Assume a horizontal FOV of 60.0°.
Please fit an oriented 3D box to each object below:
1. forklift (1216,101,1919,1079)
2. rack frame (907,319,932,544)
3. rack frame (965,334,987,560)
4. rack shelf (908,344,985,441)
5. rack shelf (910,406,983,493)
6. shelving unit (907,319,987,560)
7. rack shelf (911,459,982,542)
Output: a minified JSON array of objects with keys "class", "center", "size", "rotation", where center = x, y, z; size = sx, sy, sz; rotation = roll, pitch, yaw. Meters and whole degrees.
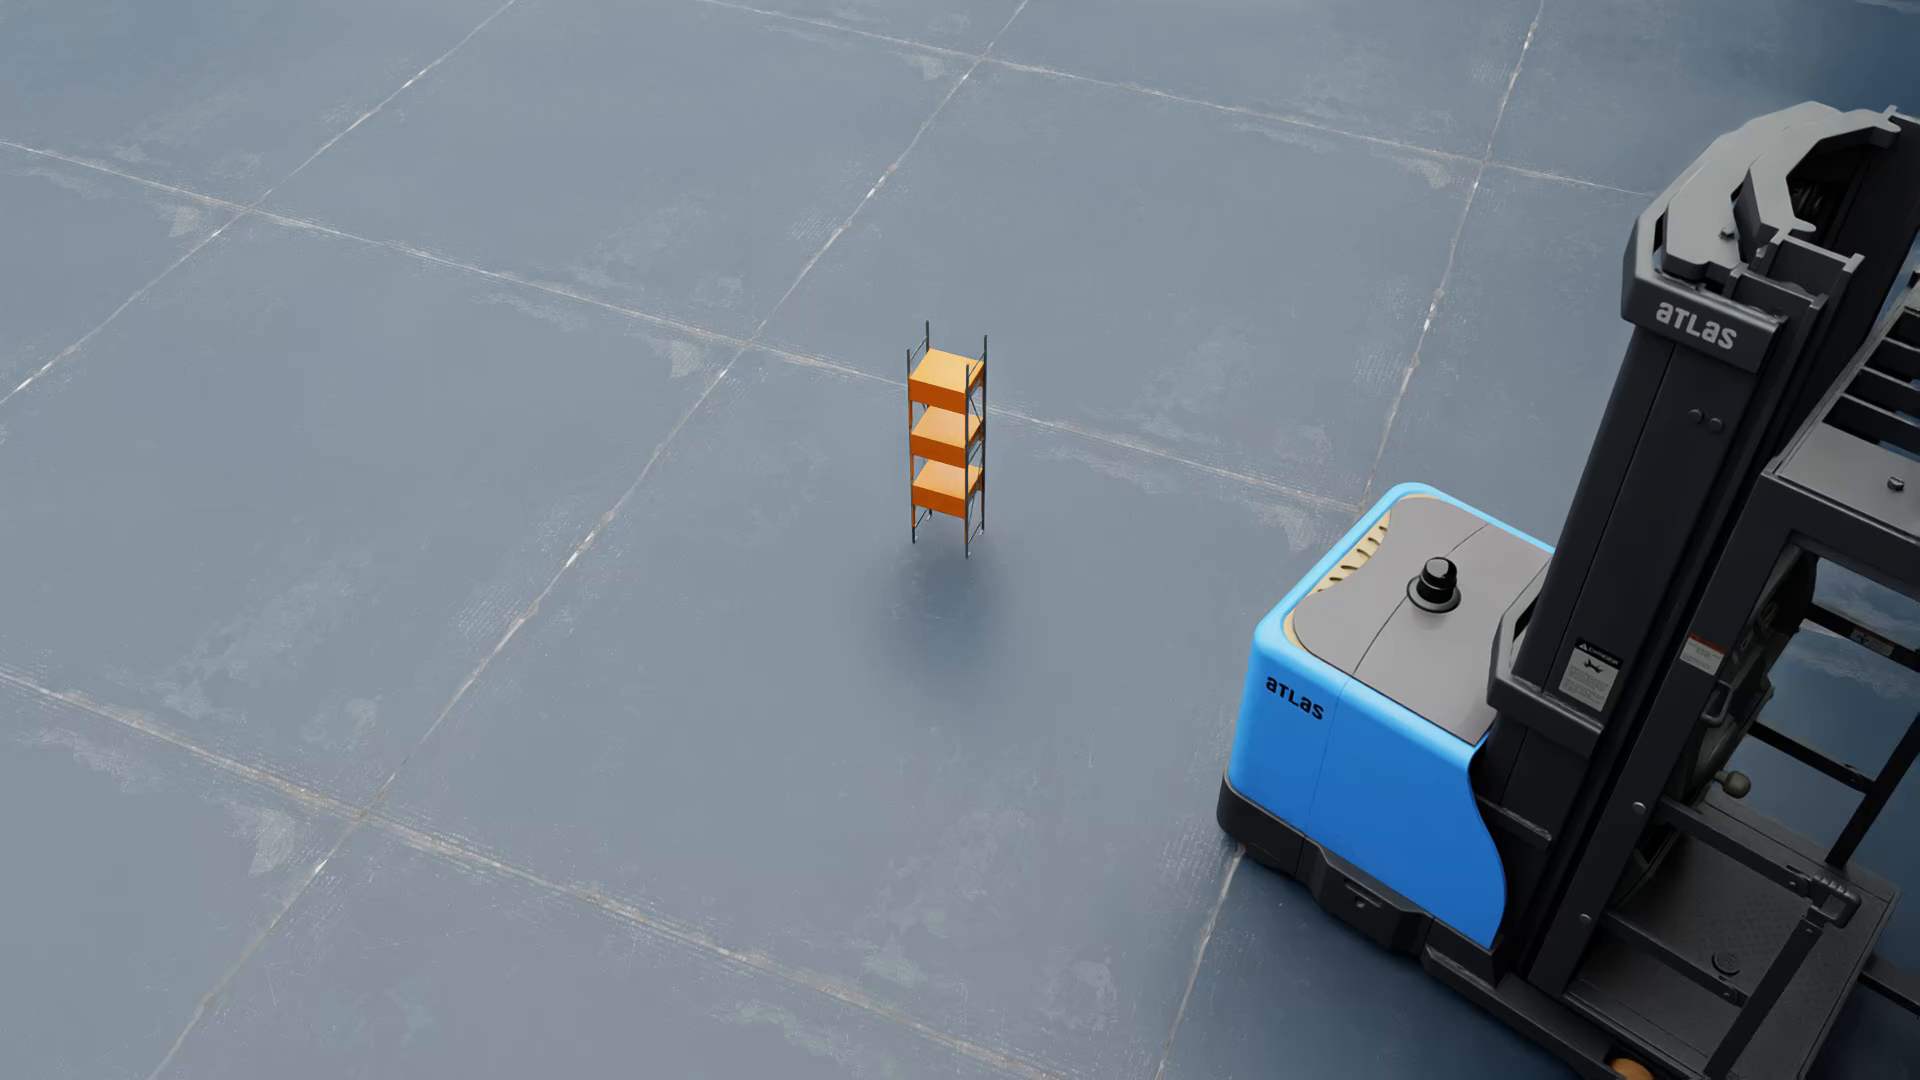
[{"class":"forklift","center":[2.372,0.429,4.580],"size":[3.031,2.935,1.130],"rotation":[31,53,27]},{"class":"rack frame","center":[-0.162,-0.420,6.767],"size":[0.008,1.050,0.200],"rotation":[16,47,16]},{"class":"rack frame","center":[0.063,-0.354,6.700],"size":[0.008,1.050,0.200],"rotation":[16,47,16]},{"class":"rack shelf","center":[-0.049,-0.580,6.541],"size":[0.240,0.259,0.215],"rotation":[16,47,16]},{"class":"rack shelf","center":[-0.049,-0.379,6.741],"size":[0.240,0.259,0.215],"rotation":[16,47,16]},{"class":"shelving unit","center":[-0.049,-0.387,6.733],"size":[0.252,1.050,0.215],"rotation":[16,47,16]},{"class":"rack shelf","center":[-0.049,-0.182,6.937],"size":[0.240,0.259,0.215],"rotation":[16,47,16]}]
